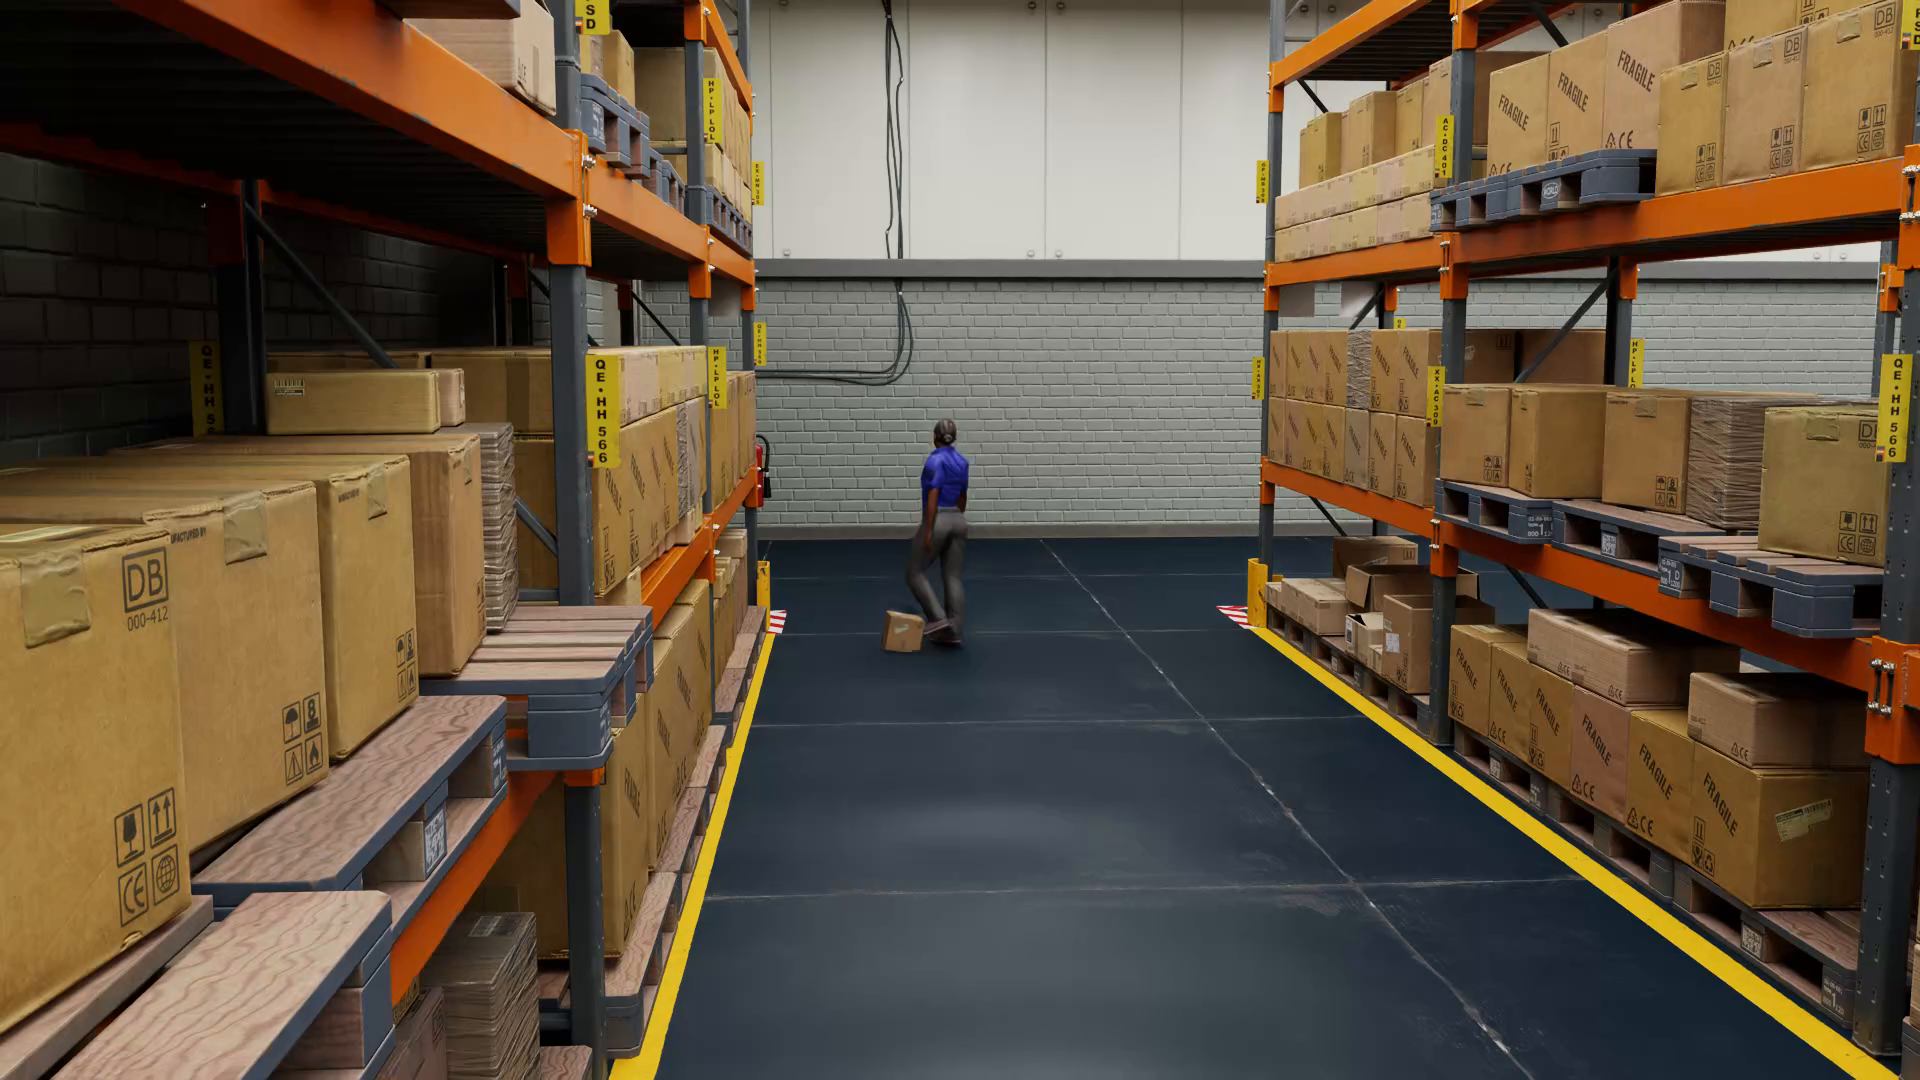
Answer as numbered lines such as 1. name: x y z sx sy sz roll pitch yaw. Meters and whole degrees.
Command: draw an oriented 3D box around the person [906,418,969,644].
1. person: -0.150 -0.065 12.196 0.418 1.646 0.572 6 10 43
